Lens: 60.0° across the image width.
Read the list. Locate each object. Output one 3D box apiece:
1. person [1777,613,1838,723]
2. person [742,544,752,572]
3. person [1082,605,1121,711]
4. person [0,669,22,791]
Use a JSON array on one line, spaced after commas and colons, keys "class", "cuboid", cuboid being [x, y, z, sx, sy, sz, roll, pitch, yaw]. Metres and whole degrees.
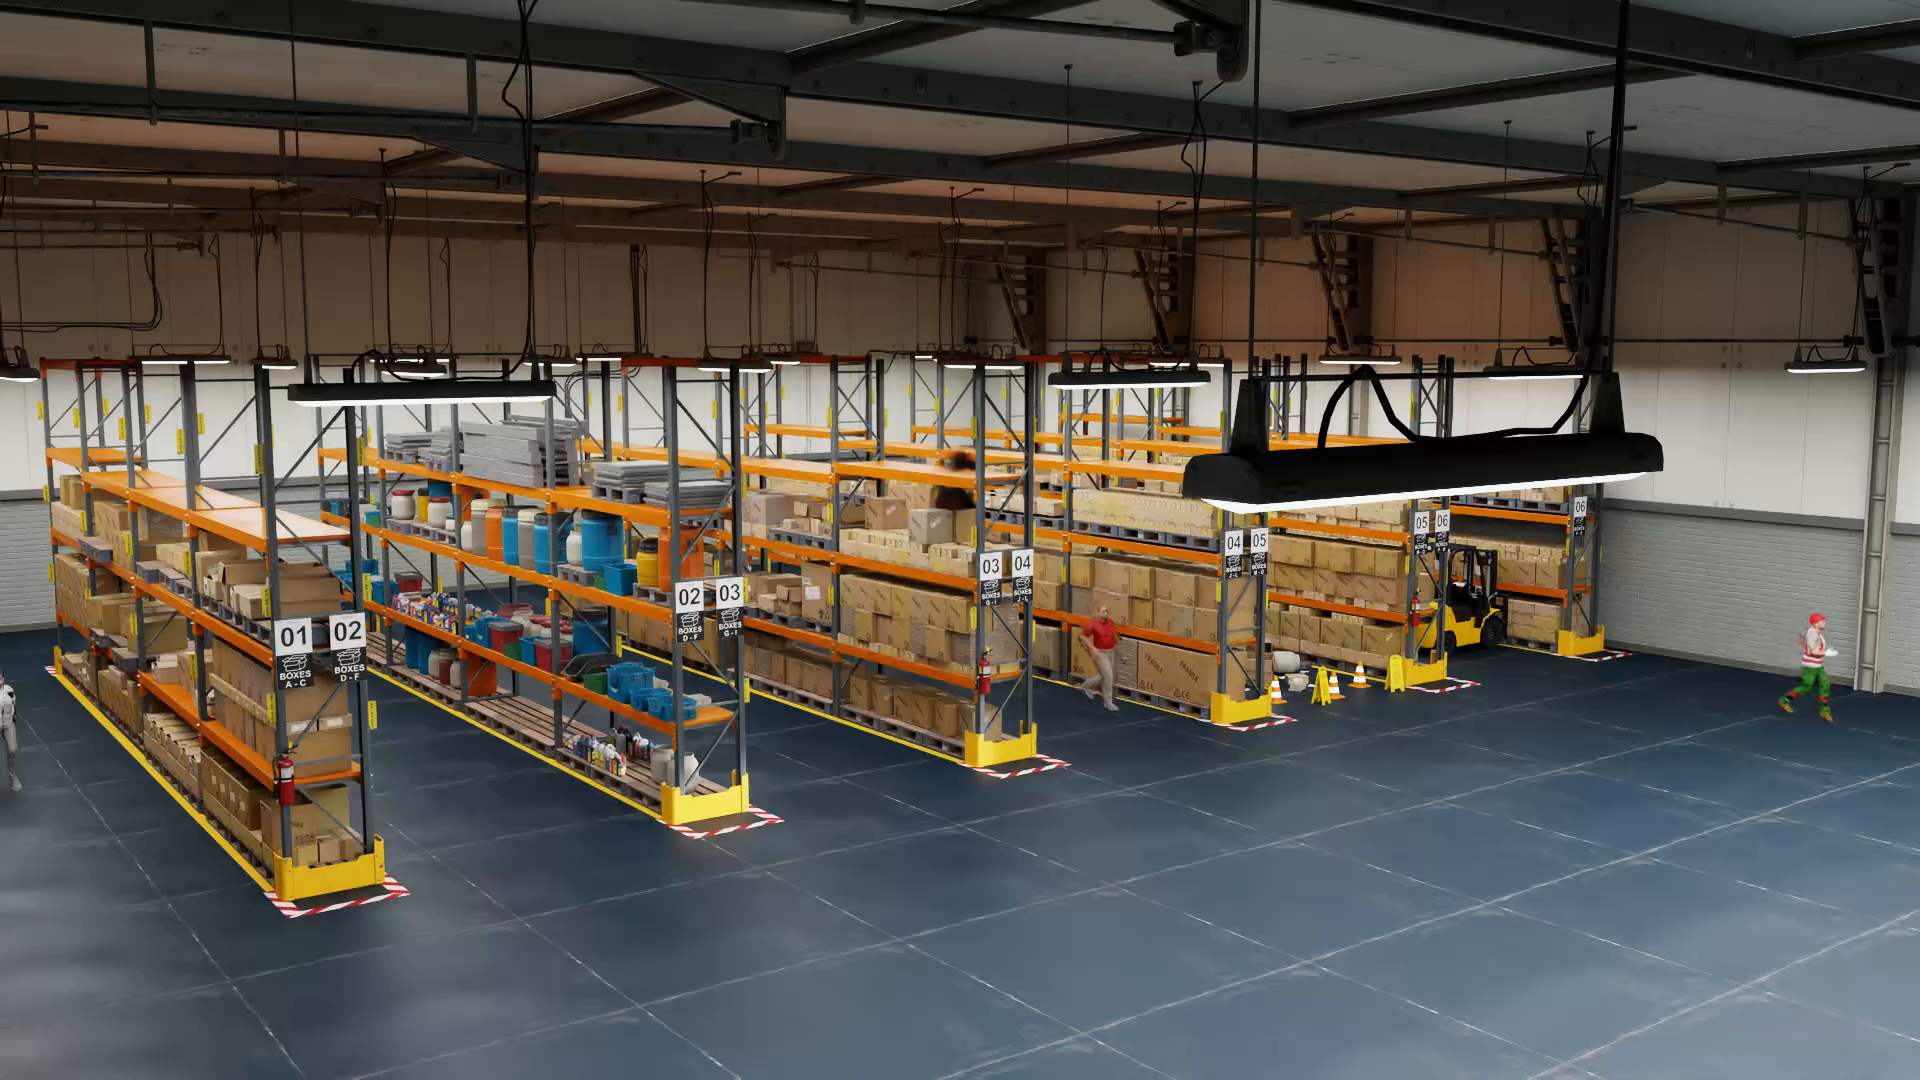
[{"class": "person", "cuboid": [14.185, 2.131, 27.767, 0.912, 1.849, 0.690, 5, 8, 34]}, {"class": "person", "cuboid": [-5.085, 0.852, 38.210, 0.706, 1.798, 0.884, -4, 8, -32]}, {"class": "person", "cuboid": [2.368, 1.945, 27.864, 0.654, 1.731, 0.823, -7, 9, -44]}, {"class": "person", "cuboid": [-13.645, 2.661, 23.599, 0.562, 1.719, 0.857, -7, 9, -43]}]
